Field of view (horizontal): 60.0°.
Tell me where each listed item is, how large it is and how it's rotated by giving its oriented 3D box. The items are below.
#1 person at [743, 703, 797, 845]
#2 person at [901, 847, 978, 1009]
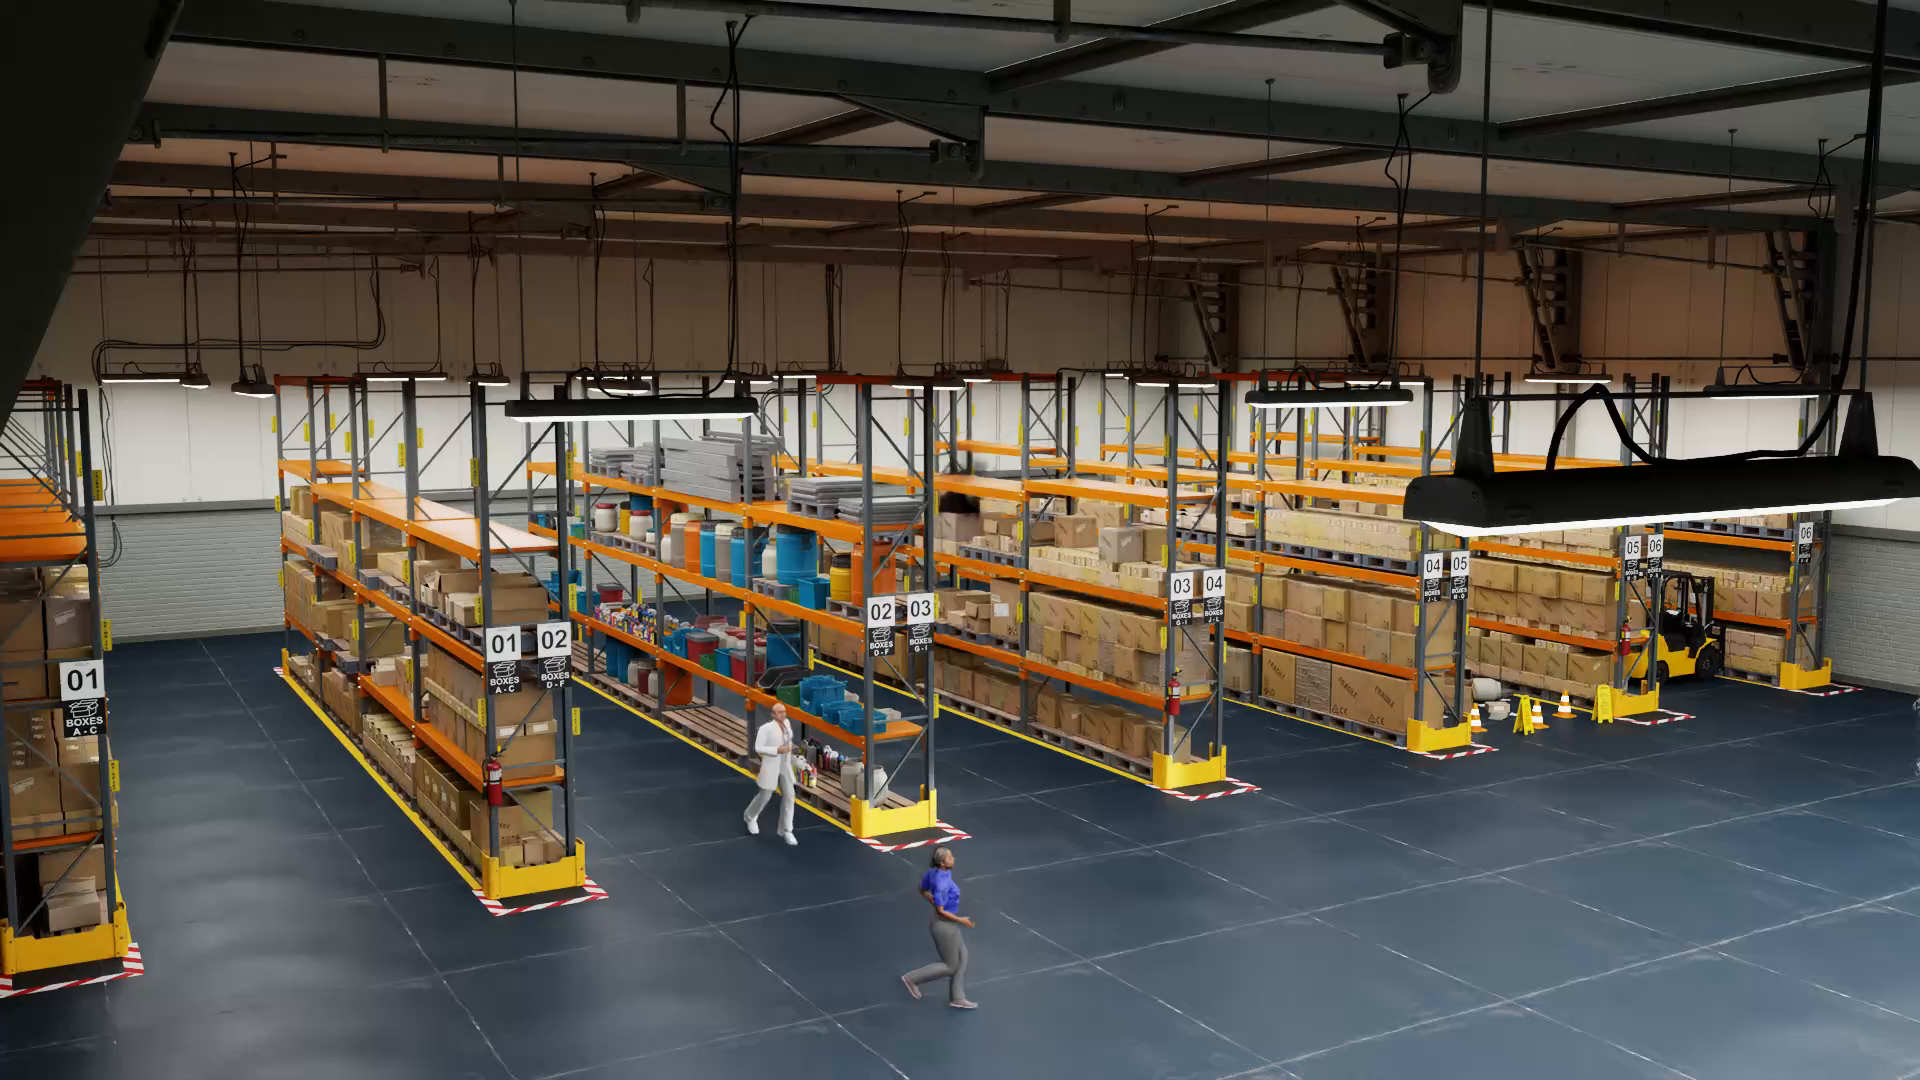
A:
[{"bbox_3d":[-2.447,3.047,21.945,0.712,1.823,0.956,-6,9,-43],"label":"person"},{"bbox_3d":[-0.203,3.777,16.152,0.768,1.640,0.588,-1,6,-9],"label":"person"}]
